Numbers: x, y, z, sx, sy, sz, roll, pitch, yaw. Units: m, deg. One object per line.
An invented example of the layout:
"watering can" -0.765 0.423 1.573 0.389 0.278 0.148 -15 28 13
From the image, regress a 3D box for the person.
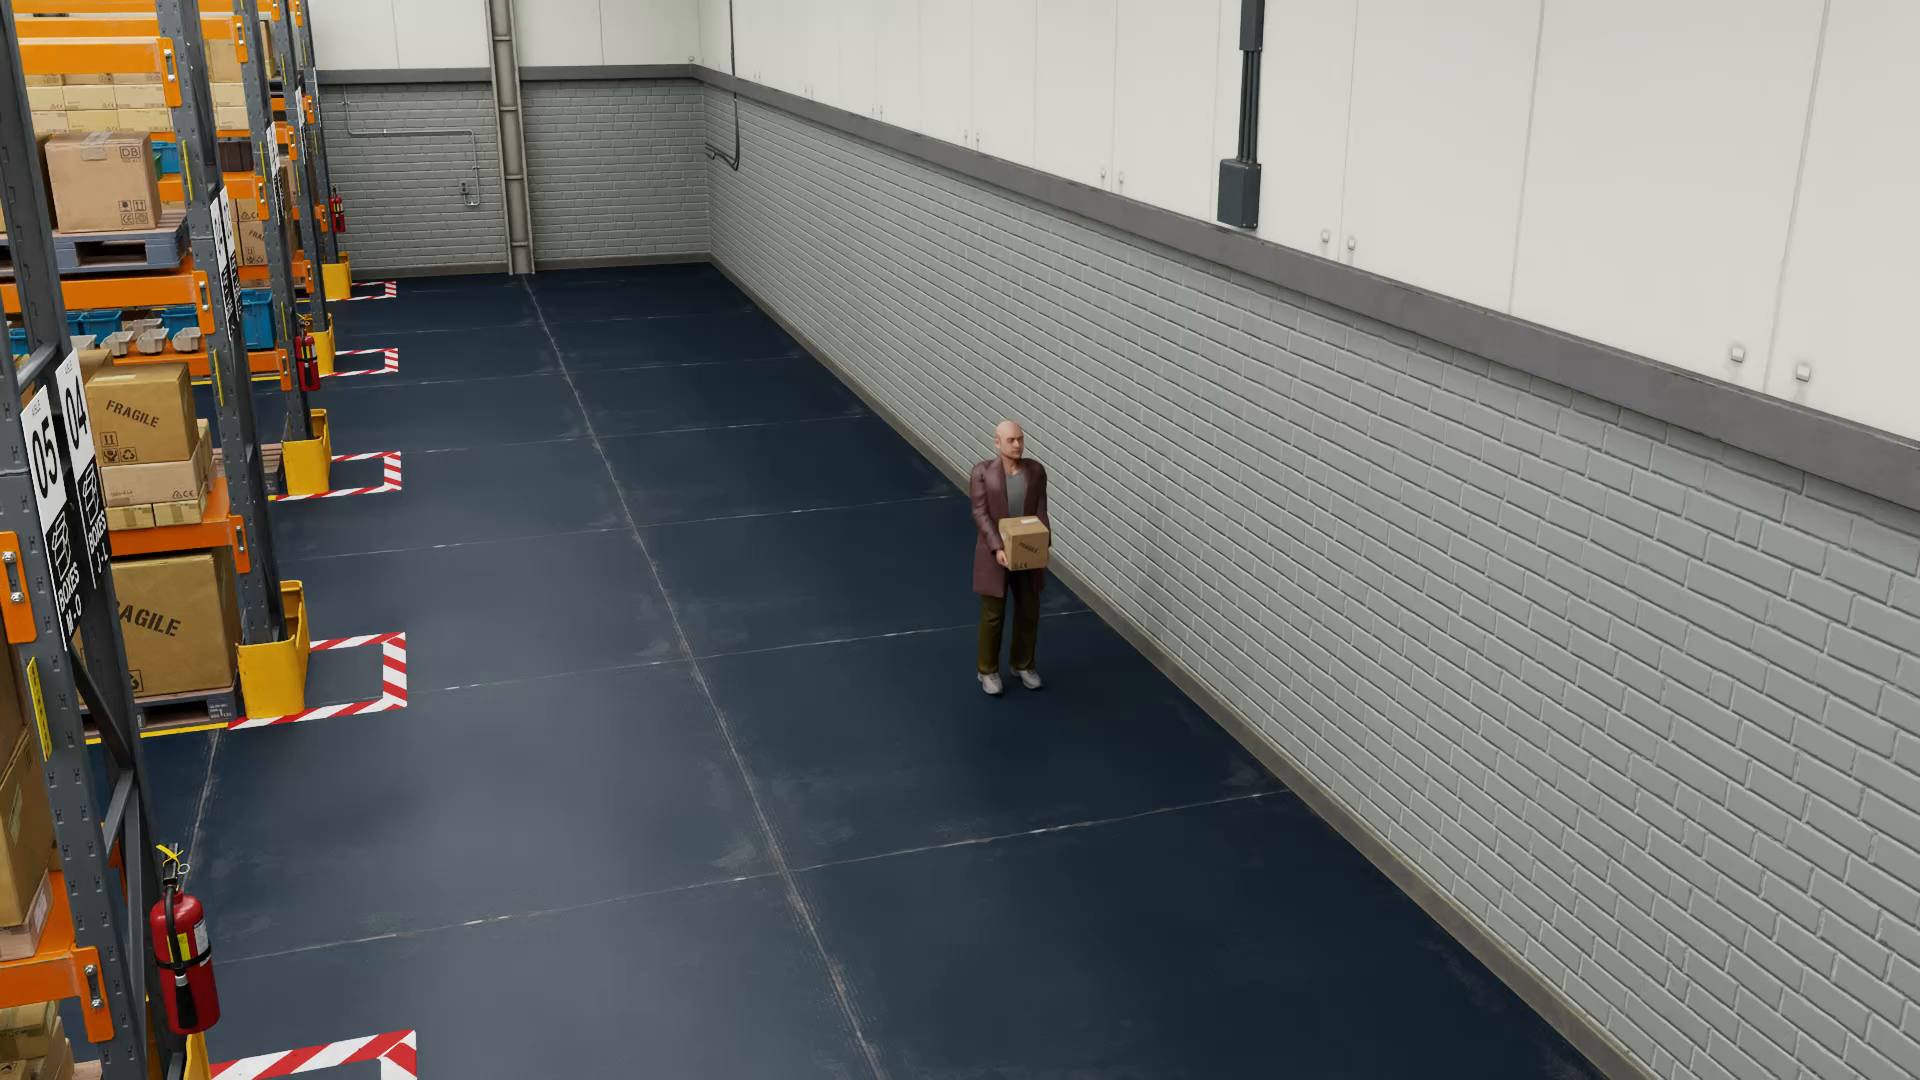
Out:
"person" 0.351 0.135 10.704 0.530 1.769 0.555 -6 20 -17
